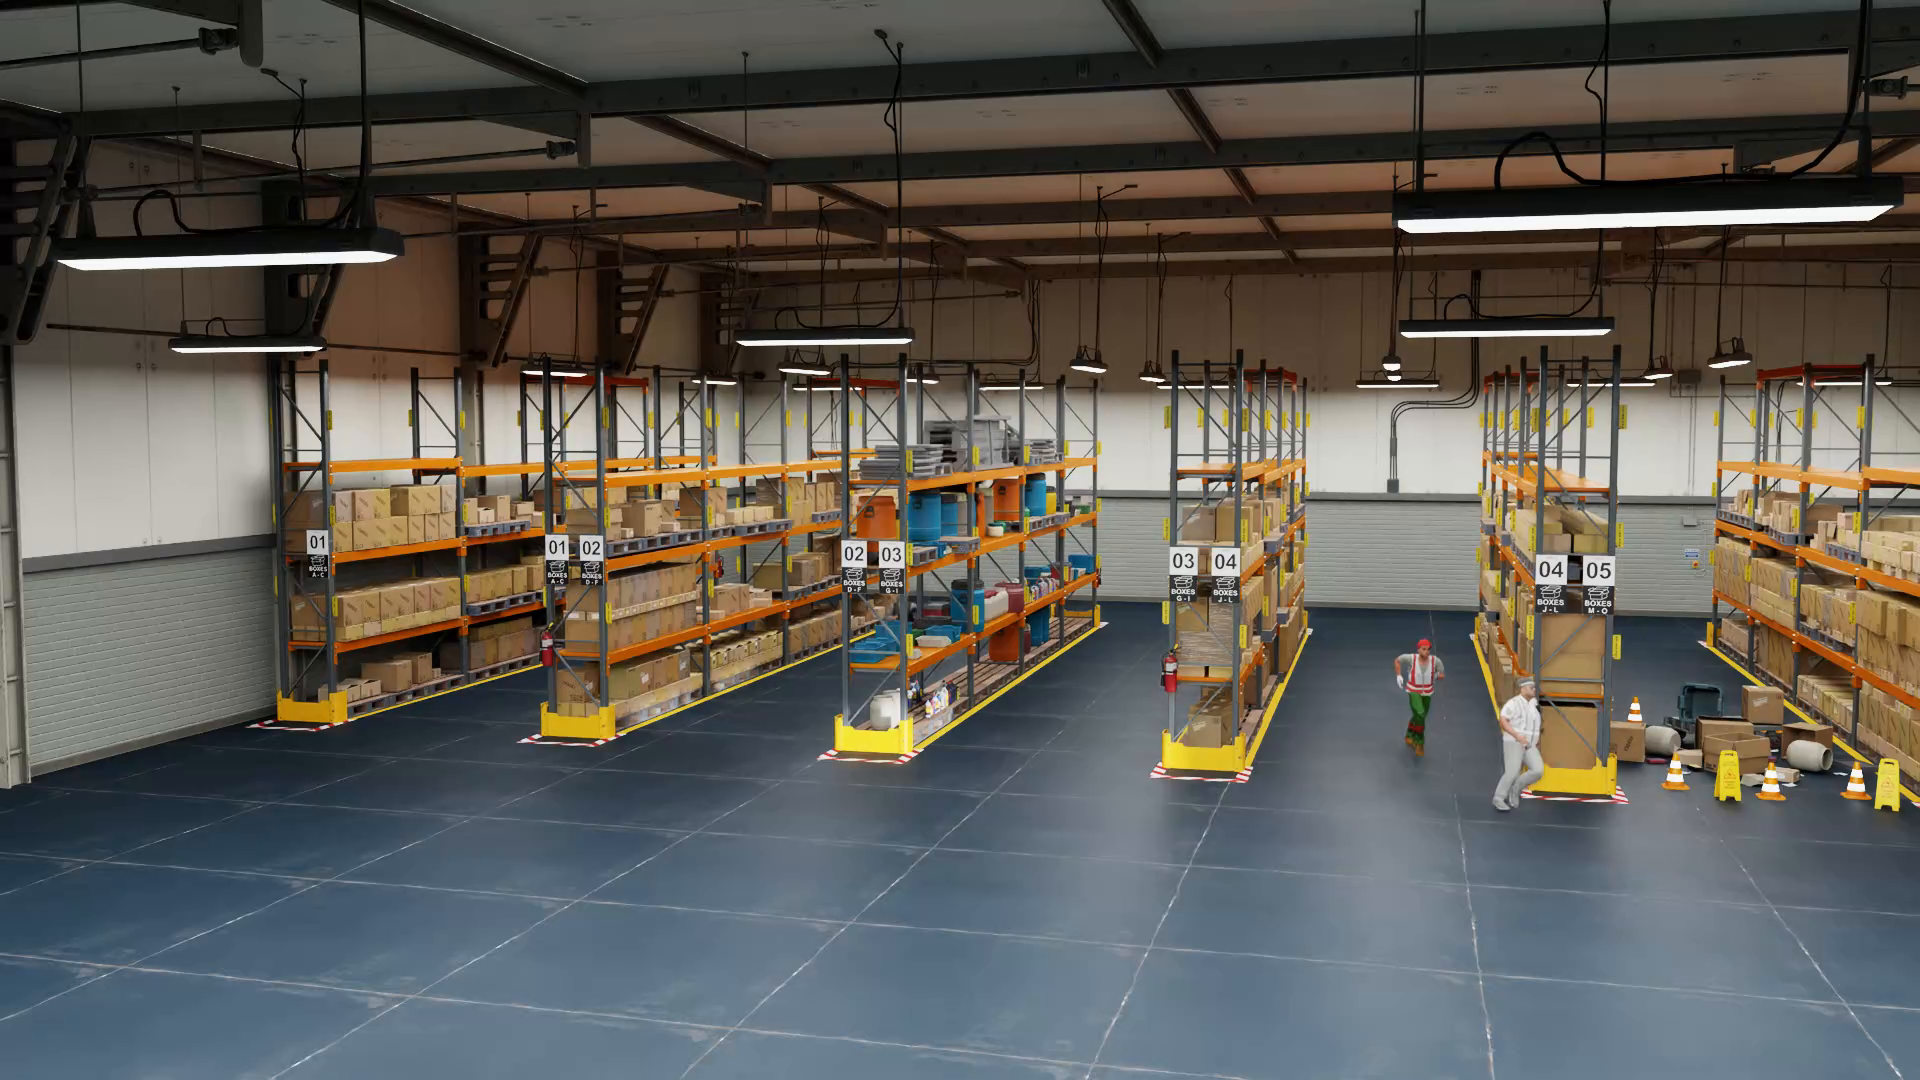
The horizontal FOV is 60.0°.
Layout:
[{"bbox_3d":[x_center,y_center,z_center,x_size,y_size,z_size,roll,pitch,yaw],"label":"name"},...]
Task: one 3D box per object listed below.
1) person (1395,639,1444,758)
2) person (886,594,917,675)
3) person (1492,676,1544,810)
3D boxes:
[{"bbox_3d":[6.886,2.336,24.956,0.648,1.774,0.963,-1,4,-7],"label":"person"},{"bbox_3d":[-1.099,1.829,32.031,0.649,1.765,0.864,1,4,14],"label":"person"},{"bbox_3d":[7.258,2.603,21.382,0.721,1.717,0.569,-2,5,-26],"label":"person"}]
